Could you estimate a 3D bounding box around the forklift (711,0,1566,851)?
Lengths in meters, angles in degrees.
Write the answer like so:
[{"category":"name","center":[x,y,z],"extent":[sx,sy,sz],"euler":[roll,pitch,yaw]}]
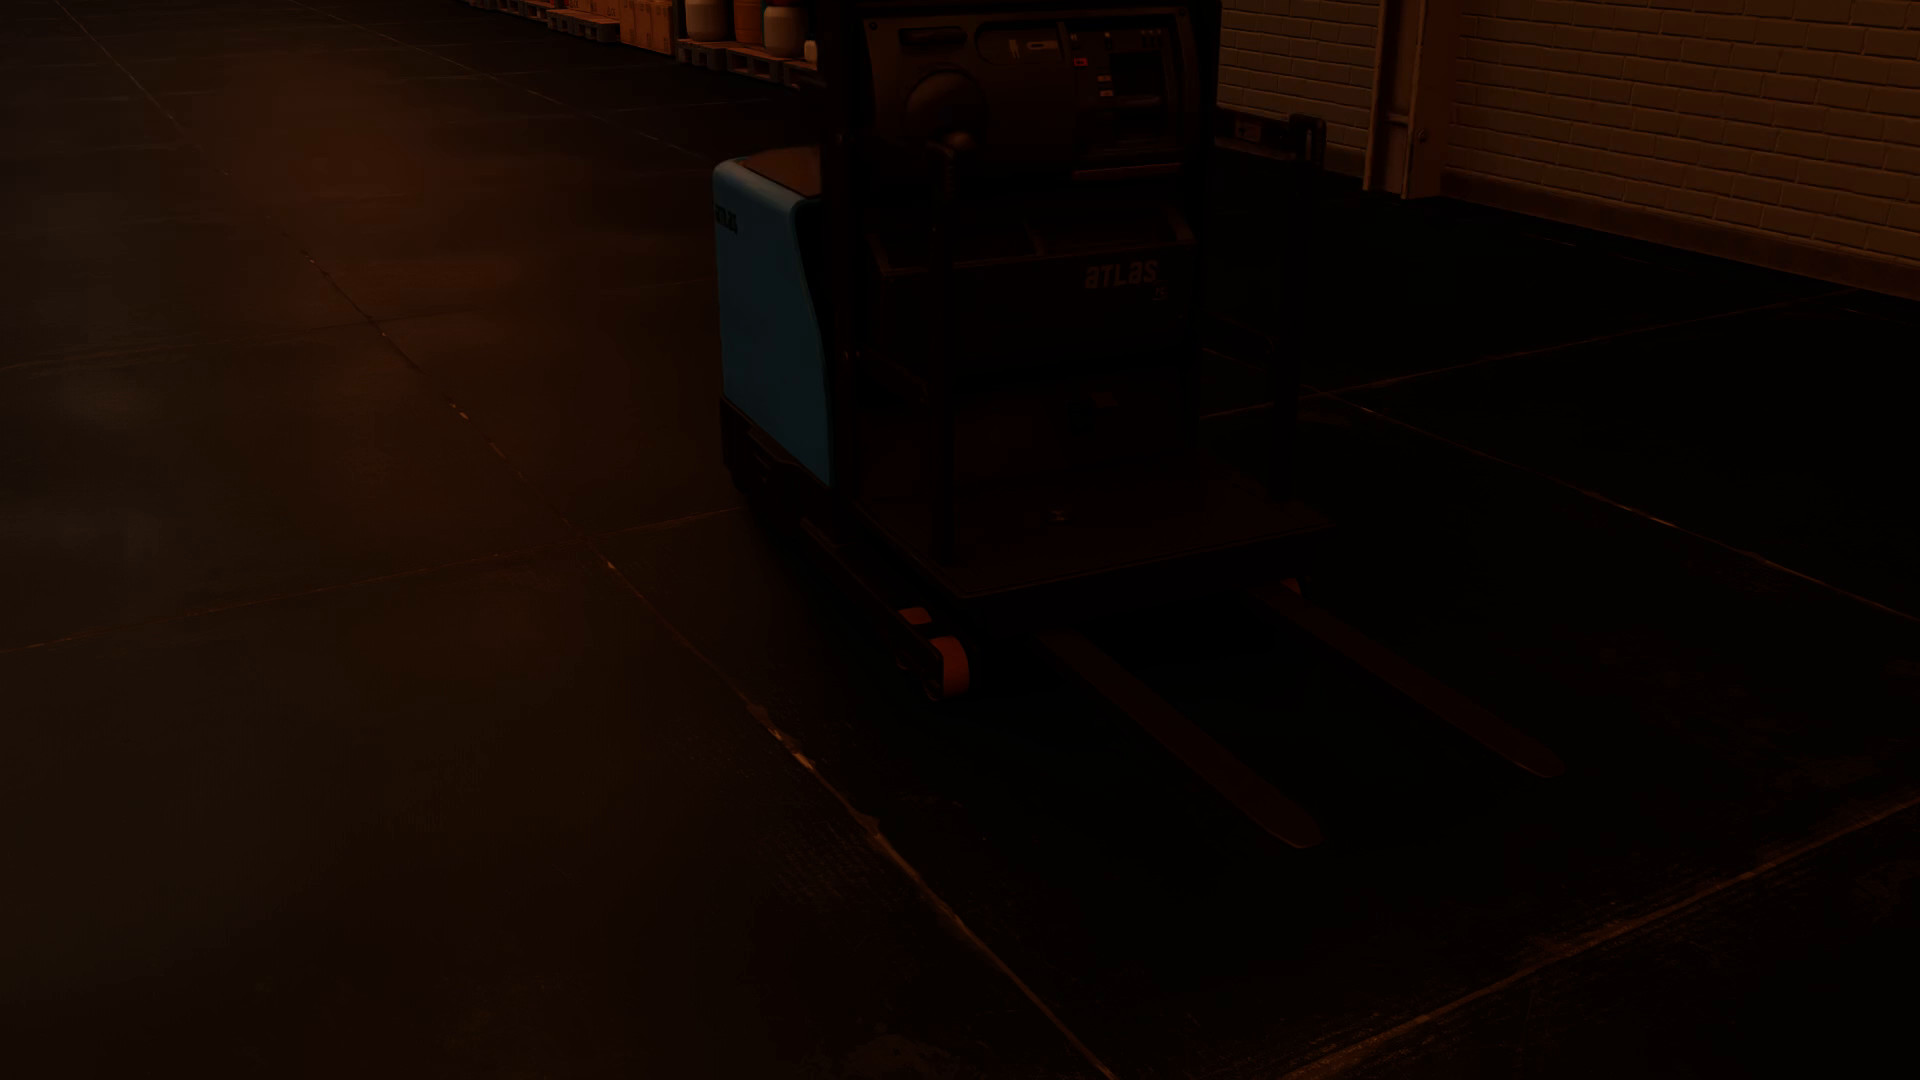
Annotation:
[{"category":"forklift","center":[0.290,-1.141,4.054],"extent":[1.130,2.935,3.031],"euler":[-10,24,-23]}]
